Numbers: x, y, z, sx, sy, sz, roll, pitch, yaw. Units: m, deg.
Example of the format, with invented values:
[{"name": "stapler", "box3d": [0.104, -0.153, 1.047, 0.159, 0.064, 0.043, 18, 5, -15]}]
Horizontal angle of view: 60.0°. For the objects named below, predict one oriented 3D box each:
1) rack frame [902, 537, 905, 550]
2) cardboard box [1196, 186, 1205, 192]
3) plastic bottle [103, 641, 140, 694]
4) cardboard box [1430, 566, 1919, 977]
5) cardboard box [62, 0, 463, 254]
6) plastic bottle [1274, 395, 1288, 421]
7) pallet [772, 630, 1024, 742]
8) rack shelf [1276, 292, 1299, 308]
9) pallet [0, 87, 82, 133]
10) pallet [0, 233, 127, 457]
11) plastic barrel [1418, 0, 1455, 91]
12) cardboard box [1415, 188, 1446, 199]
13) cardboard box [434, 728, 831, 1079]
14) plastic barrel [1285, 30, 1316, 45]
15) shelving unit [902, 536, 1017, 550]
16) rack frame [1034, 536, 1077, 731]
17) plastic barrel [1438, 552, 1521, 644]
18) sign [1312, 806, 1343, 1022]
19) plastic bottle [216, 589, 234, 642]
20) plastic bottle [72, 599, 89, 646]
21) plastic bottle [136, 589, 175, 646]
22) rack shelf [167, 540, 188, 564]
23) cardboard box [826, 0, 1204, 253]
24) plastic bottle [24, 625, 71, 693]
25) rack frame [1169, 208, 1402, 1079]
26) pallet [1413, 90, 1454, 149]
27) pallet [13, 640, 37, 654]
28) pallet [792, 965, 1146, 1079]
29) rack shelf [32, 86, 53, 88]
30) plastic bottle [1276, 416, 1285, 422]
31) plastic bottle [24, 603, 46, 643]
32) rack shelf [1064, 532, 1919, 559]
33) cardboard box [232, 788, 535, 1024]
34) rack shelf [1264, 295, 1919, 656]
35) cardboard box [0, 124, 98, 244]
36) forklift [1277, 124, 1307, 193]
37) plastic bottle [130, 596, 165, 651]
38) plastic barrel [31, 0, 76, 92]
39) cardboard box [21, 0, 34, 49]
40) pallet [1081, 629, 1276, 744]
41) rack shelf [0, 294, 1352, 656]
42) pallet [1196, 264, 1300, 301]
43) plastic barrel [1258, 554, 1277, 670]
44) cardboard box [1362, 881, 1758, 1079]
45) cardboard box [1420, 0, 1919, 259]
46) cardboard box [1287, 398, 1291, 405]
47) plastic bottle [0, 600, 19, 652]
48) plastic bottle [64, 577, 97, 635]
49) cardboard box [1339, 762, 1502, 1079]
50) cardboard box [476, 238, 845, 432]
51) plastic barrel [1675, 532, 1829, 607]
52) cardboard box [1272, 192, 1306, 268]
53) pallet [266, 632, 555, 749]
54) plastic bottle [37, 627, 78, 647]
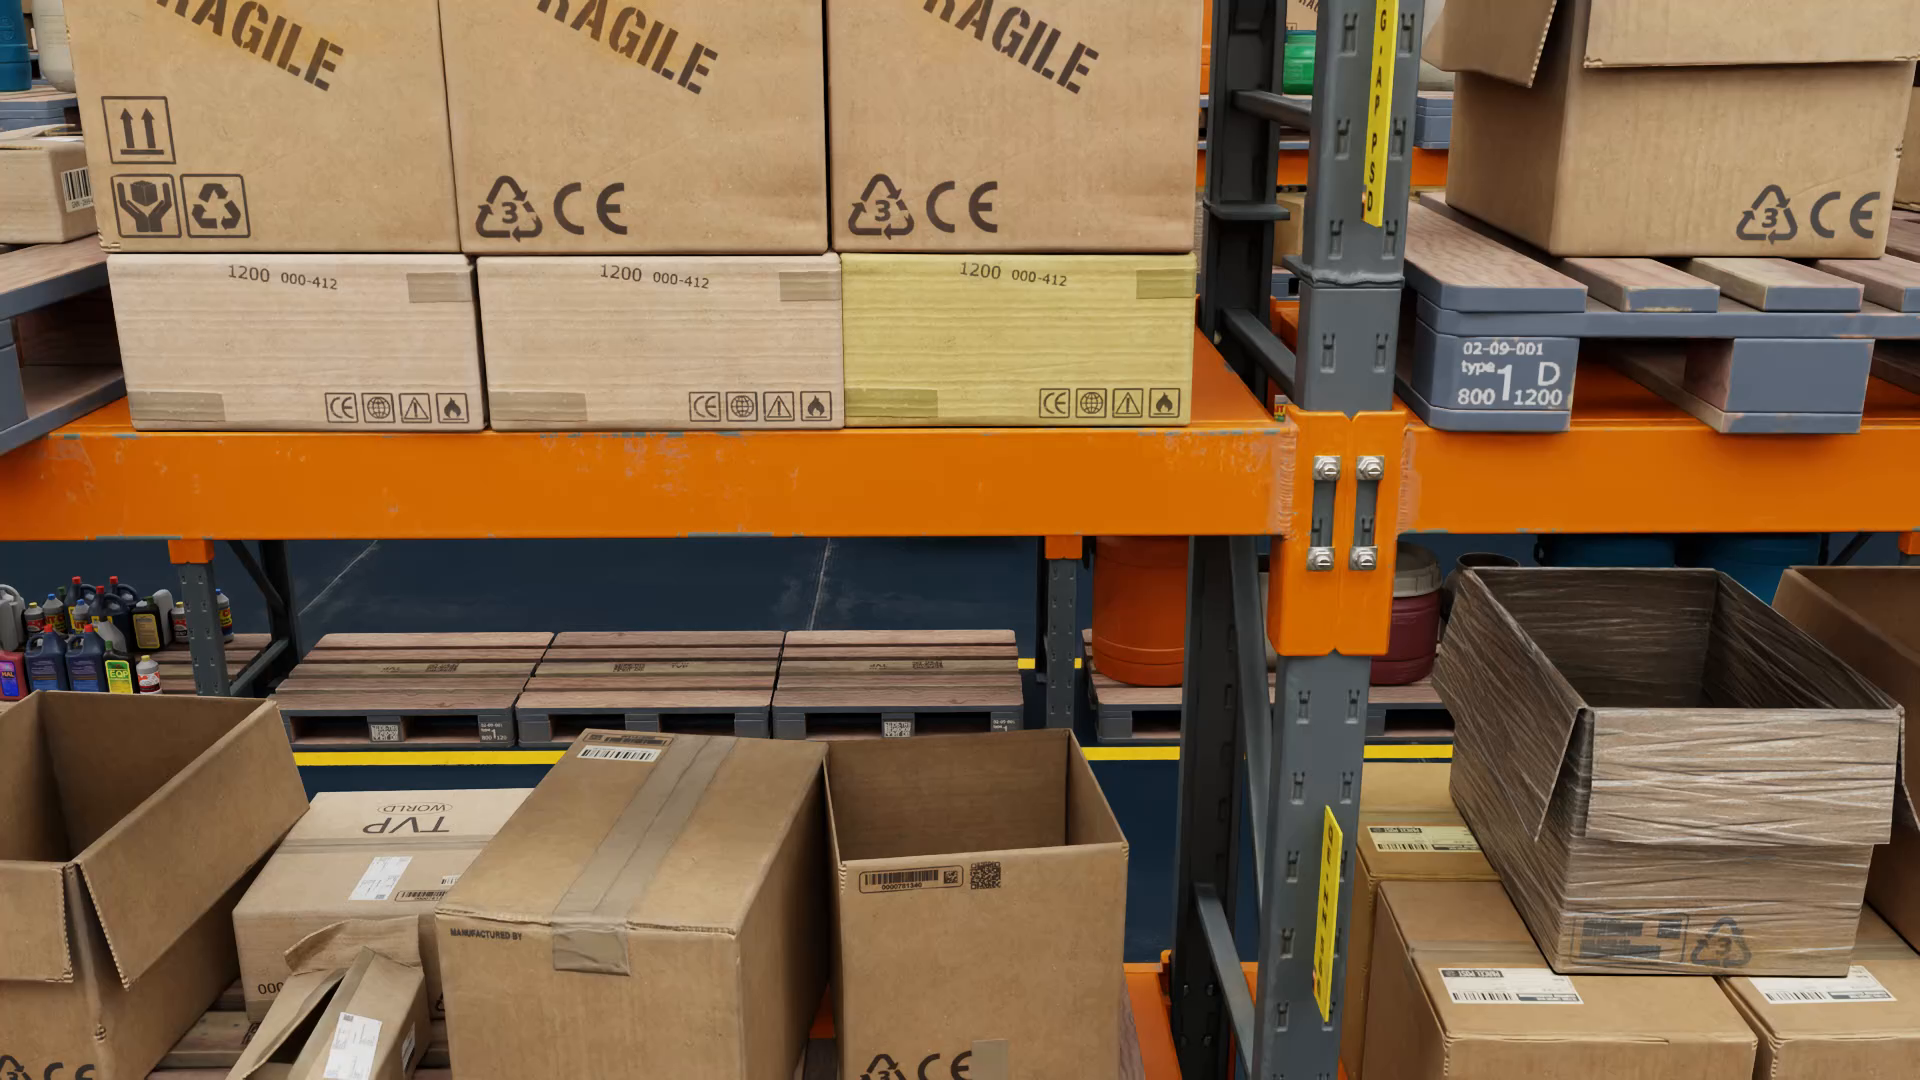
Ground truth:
[{"name": "rack frame", "box3d": [-0.373, -0.712, 10.813, 0.023, 1.500, 0.400, 0, 18, -1]}, {"name": "cardboard box", "box3d": [2.344, -3.743, 17.121, 0.500, 0.500, 0.500, 0, 18, 1]}, {"name": "plastic bottle", "box3d": [-4.005, 0.619, 7.934, 0.133, 0.283, 0.061, 1, 18, 2]}, {"name": "cardboard box", "box3d": [1.280, 0.401, 3.079, 0.637, 0.503, 0.797, 0, 18, 1]}, {"name": "cardboard box", "box3d": [-0.933, -0.706, 2.446, 0.500, 0.500, 0.500, 0, 18, 0]}, {"name": "plastic bottle", "box3d": [1.604, -0.656, 8.394, 0.097, 0.271, 0.097, 0, 18, 0]}, {"name": "pallet", "box3d": [-0.305, 0.732, 8.419, 1.213, 0.211, 1.003, 0, 18, -1]}, {"name": "rack shelf", "box3d": [2.395, -1.767, 12.824, 4.000, 0.370, 1.077, 0, 18, -1]}, {"name": "pallet", "box3d": [-4.249, -1.873, 7.375, 1.003, 0.211, 1.213, 0, 18, -1]}, {"name": "pallet", "box3d": [-1.795, -0.371, 2.689, 1.003, 0.211, 1.213, 0, 18, -1]}, {"name": "plastic barrel", "box3d": [2.240, -2.335, 7.595, 0.433, 0.535, 0.433, 0, 18, 0]}, {"name": "cardboard box", "box3d": [3.918, -2.433, 12.871, 0.500, 0.500, 0.700, -6, 19, -19]}, {"name": "cardboard box", "box3d": [-0.548, 0.726, 3.023, 0.500, 0.500, 0.700, 2, 18, 7]}, {"name": "plastic barrel", "box3d": [1.540, -2.200, 7.622, 0.301, 0.262, 0.301, 0, 18, 0]}, {"name": "shelving unit", "box3d": [-0.007, -0.714, 10.818, 0.755, 1.500, 0.431, 0, 18, -1]}, {"name": "rack frame", "box3d": [0.470, -0.587, 7.968, 0.127, 3.000, 1.000, 0, 18, -1]}, {"name": "plastic barrel", "box3d": [2.651, 0.354, 8.418, 0.421, 0.512, 0.421, 0, 18, 0]}, {"name": "sign", "box3d": [0.566, 0.577, 2.571, 0.005, 0.325, 0.100, 0, 18, -1]}, {"name": "plastic bottle", "box3d": [-3.855, 0.389, 8.670, 0.097, 0.271, 0.097, 0, 18, 0]}, {"name": "plastic bottle", "box3d": [-4.486, 0.436, 8.523, 0.097, 0.271, 0.097, 0, 18, 0]}, {"name": "plastic bottle", "box3d": [-4.178, 0.397, 8.638, 0.135, 0.276, 0.152, 0, 18, 1]}, {"name": "rack shelf", "box3d": [-5.529, -0.216, 7.988, 4.000, 0.370, 1.077, 0, 18, -1]}, {"name": "cardboard box", "box3d": [0.075, -0.710, 2.457, 0.500, 0.500, 0.500, 0, 18, 1]}, {"name": "plastic bottle", "box3d": [-4.361, 0.576, 7.958, 0.185, 0.351, 0.144, -1, 18, -4]}, {"name": "rack frame", "box3d": [0.548, 0.925, 3.252, 0.127, 3.000, 1.000, 0, 18, -1]}, {"name": "pallet", "box3d": [2.553, -1.905, 7.474, 1.213, 0.211, 1.003, 0, 18, -1]}, {"name": "pallet", "box3d": [-5.424, 0.757, 8.342, 1.213, 0.211, 1.003, 0, 18, -1]}, {"name": "pallet", "box3d": [-0.163, 1.053, 3.169, 1.003, 0.211, 1.213, 0, 18, -1]}, {"name": "rack shelf", "box3d": [-5.604, -3.157, 12.246, 4.000, 0.370, 1.077, 0, 18, -1]}, {"name": "plastic bottle", "box3d": [1.486, -0.442, 7.727, 0.097, 0.271, 0.097, 0, 18, 0]}, {"name": "plastic bottle", "box3d": [-4.815, 0.427, 8.666, 0.097, 0.201, 0.097, 0, 18, 0]}, {"name": "rack shelf", "box3d": [2.470, -0.254, 8.108, 4.000, 0.370, 1.077, 0, 18, -1]}, {"name": "cardboard box", "box3d": [-1.131, 0.735, 3.405, 0.500, 0.250, 0.500, -1, 18, -2]}, {"name": "rack shelf", "box3d": [2.548, -0.170, 2.934, 4.000, 0.370, 1.077, 0, 18, -1]}, {"name": "cardboard box", "box3d": [-1.578, -0.612, 2.829, 0.250, 0.166, 0.380, -1, 18, -2]}, {"name": "forklift", "box3d": [2.696, -2.785, 14.932, 3.031, 2.935, 1.130, -1, 18, -2]}, {"name": "plastic bottle", "box3d": [-4.175, 0.426, 8.536, 0.133, 0.283, 0.061, 0, 18, -1]}, {"name": "plastic barrel", "box3d": [-3.963, -2.308, 7.549, 0.421, 0.512, 0.421, 0, 18, 0]}, {"name": "cardboard box", "box3d": [-7.029, -3.807, 12.009, 0.637, 0.503, 0.797, 1, 18, 3]}, {"name": "pallet", "box3d": [1.258, 0.724, 8.445, 1.213, 0.211, 1.003, 0, 18, -1]}, {"name": "rack shelf", "box3d": [-1.451, -0.151, 2.874, 4.000, 0.370, 1.077, 0, 18, -1]}, {"name": "pallet", "box3d": [2.340, -2.020, 12.747, 1.213, 0.211, 1.003, 0, 18, -1]}, {"name": "plastic barrel", "box3d": [1.522, 0.360, 8.401, 0.421, 0.512, 0.421, 0, 18, 0]}, {"name": "cardboard box", "box3d": [1.039, 0.958, 2.985, 0.500, 0.500, 0.500, 0, 18, 1]}, {"name": "cardboard box", "box3d": [1.157, -0.777, 2.792, 0.637, 0.503, 0.797, 1, 18, 2]}, {"name": "cardboard box", "box3d": [2.402, -1.044, 12.762, 0.500, 0.500, 0.500, -1, 18, -3]}, {"name": "plastic bottle", "box3d": [-4.929, 0.445, 8.490, 0.135, 0.276, 0.152, 0, 18, -1]}, {"name": "plastic bottle", "box3d": [-4.532, 0.362, 8.625, 0.185, 0.351, 0.144, -1, 18, -3]}, {"name": "cardboard box", "box3d": [1.038, 0.800, 3.480, 0.500, 0.500, 0.500, 0, 18, 1]}, {"name": "cardboard box", "box3d": [-0.419, -0.348, 2.556, 0.500, 0.250, 0.500, 0, 18, -1]}, {"name": "plastic barrel", "box3d": [3.925, 0.190, 8.292, 0.708, 0.901, 0.600, 0, 18, -1]}, {"name": "cardboard box", "box3d": [2.630, -2.340, 12.579, 0.500, 0.500, 0.700, -5, 18, -15]}, {"name": "pallet", "box3d": [-2.745, 0.744, 8.383, 1.213, 0.211, 1.003, 0, 18, -1]}, {"name": "plastic bottle", "box3d": [-4.388, 0.566, 8.110, 0.135, 0.276, 0.152, 0, 18, -1]}]
